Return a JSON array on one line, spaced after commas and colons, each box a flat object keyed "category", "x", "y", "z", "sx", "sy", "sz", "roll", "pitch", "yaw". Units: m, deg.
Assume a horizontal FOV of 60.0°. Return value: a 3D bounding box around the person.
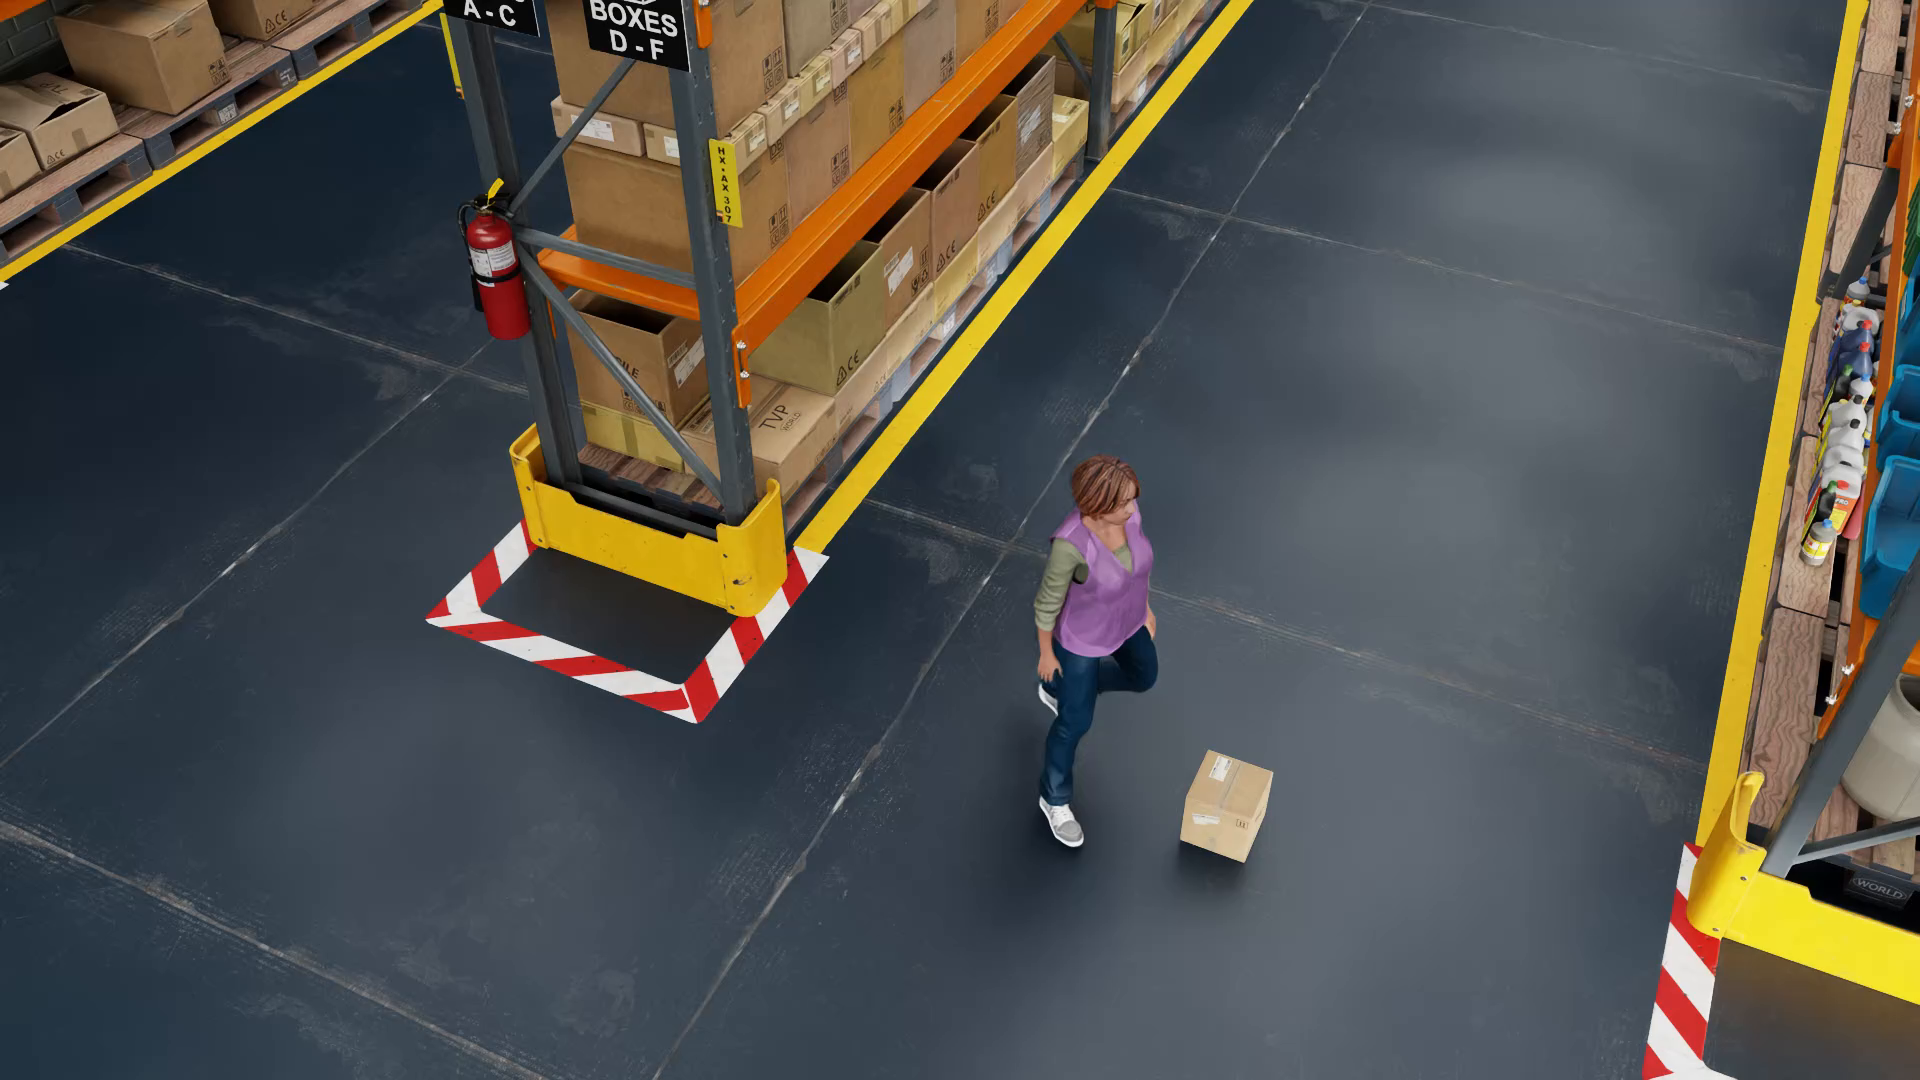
[{"category": "person", "x": 0.423, "y": 0.309, "z": 5.805, "sx": 0.510, "sy": 1.594, "sz": 0.539, "roll": 34, "pitch": 52, "yaw": 31}]
